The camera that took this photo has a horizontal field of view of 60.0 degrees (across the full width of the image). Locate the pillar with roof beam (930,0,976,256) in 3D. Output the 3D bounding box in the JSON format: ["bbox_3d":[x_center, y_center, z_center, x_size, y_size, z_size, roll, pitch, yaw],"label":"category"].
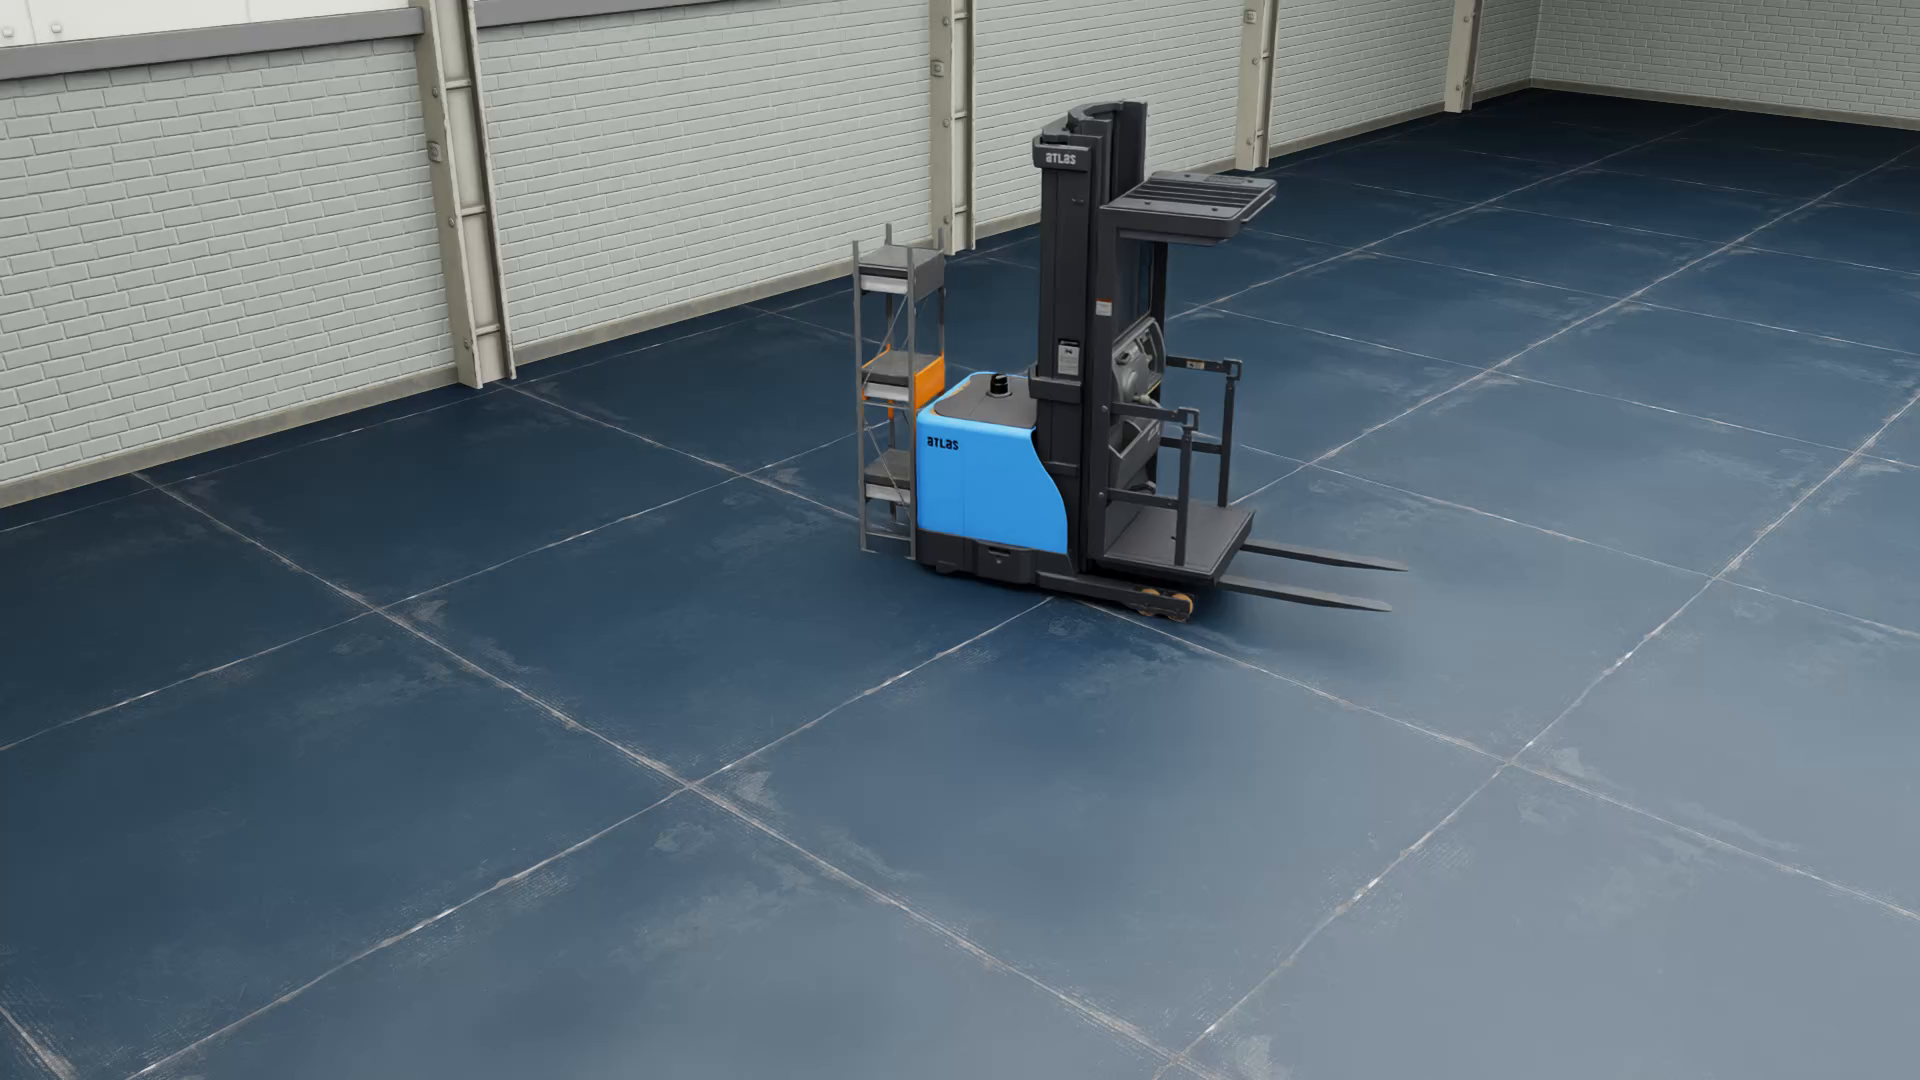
[{"bbox_3d":[3.133,-6.143,13.951,9.100,9.000,0.400,20,31,38],"label":"pillar with roof beam"}]

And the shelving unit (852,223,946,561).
[{"bbox_3d":[-0.381,-0.949,10.799,0.431,2.100,0.503,10,26,20],"label":"shelving unit"}]

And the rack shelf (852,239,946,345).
[{"bbox_3d":[-0.381,-1.575,10.519,0.431,0.518,0.480,10,26,20],"label":"rack shelf"}]

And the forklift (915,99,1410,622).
[{"bbox_3d":[1.275,-1.087,10.091,3.031,2.935,1.130,10,26,21],"label":"forklift"}]

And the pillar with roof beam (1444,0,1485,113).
[{"bbox_3d":[11.142,-9.799,22.105,9.100,9.000,0.400,20,31,38],"label":"pillar with roof beam"}]

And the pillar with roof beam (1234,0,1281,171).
[{"bbox_3d":[7.137,-7.971,18.028,9.100,9.000,0.400,20,31,38],"label":"pillar with roof beam"}]

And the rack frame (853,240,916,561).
[{"bbox_3d":[-0.474,-0.856,10.593,0.400,2.100,0.015,10,26,20],"label":"rack frame"}]

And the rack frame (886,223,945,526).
[{"bbox_3d":[-0.288,-1.041,11.005,0.400,2.100,0.015,10,26,20],"label":"rack frame"}]

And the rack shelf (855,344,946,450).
[{"bbox_3d":[-0.381,-0.936,10.805,0.431,0.518,0.480,10,26,20],"label":"rack shelf"}]

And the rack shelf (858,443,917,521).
[{"bbox_3d":[-0.381,-0.297,11.091,0.431,0.518,0.480,10,26,20],"label":"rack shelf"}]

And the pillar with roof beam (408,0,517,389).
[{"bbox_3d":[-0.871,-4.315,9.874,9.100,9.000,0.400,20,31,38],"label":"pillar with roof beam"}]
